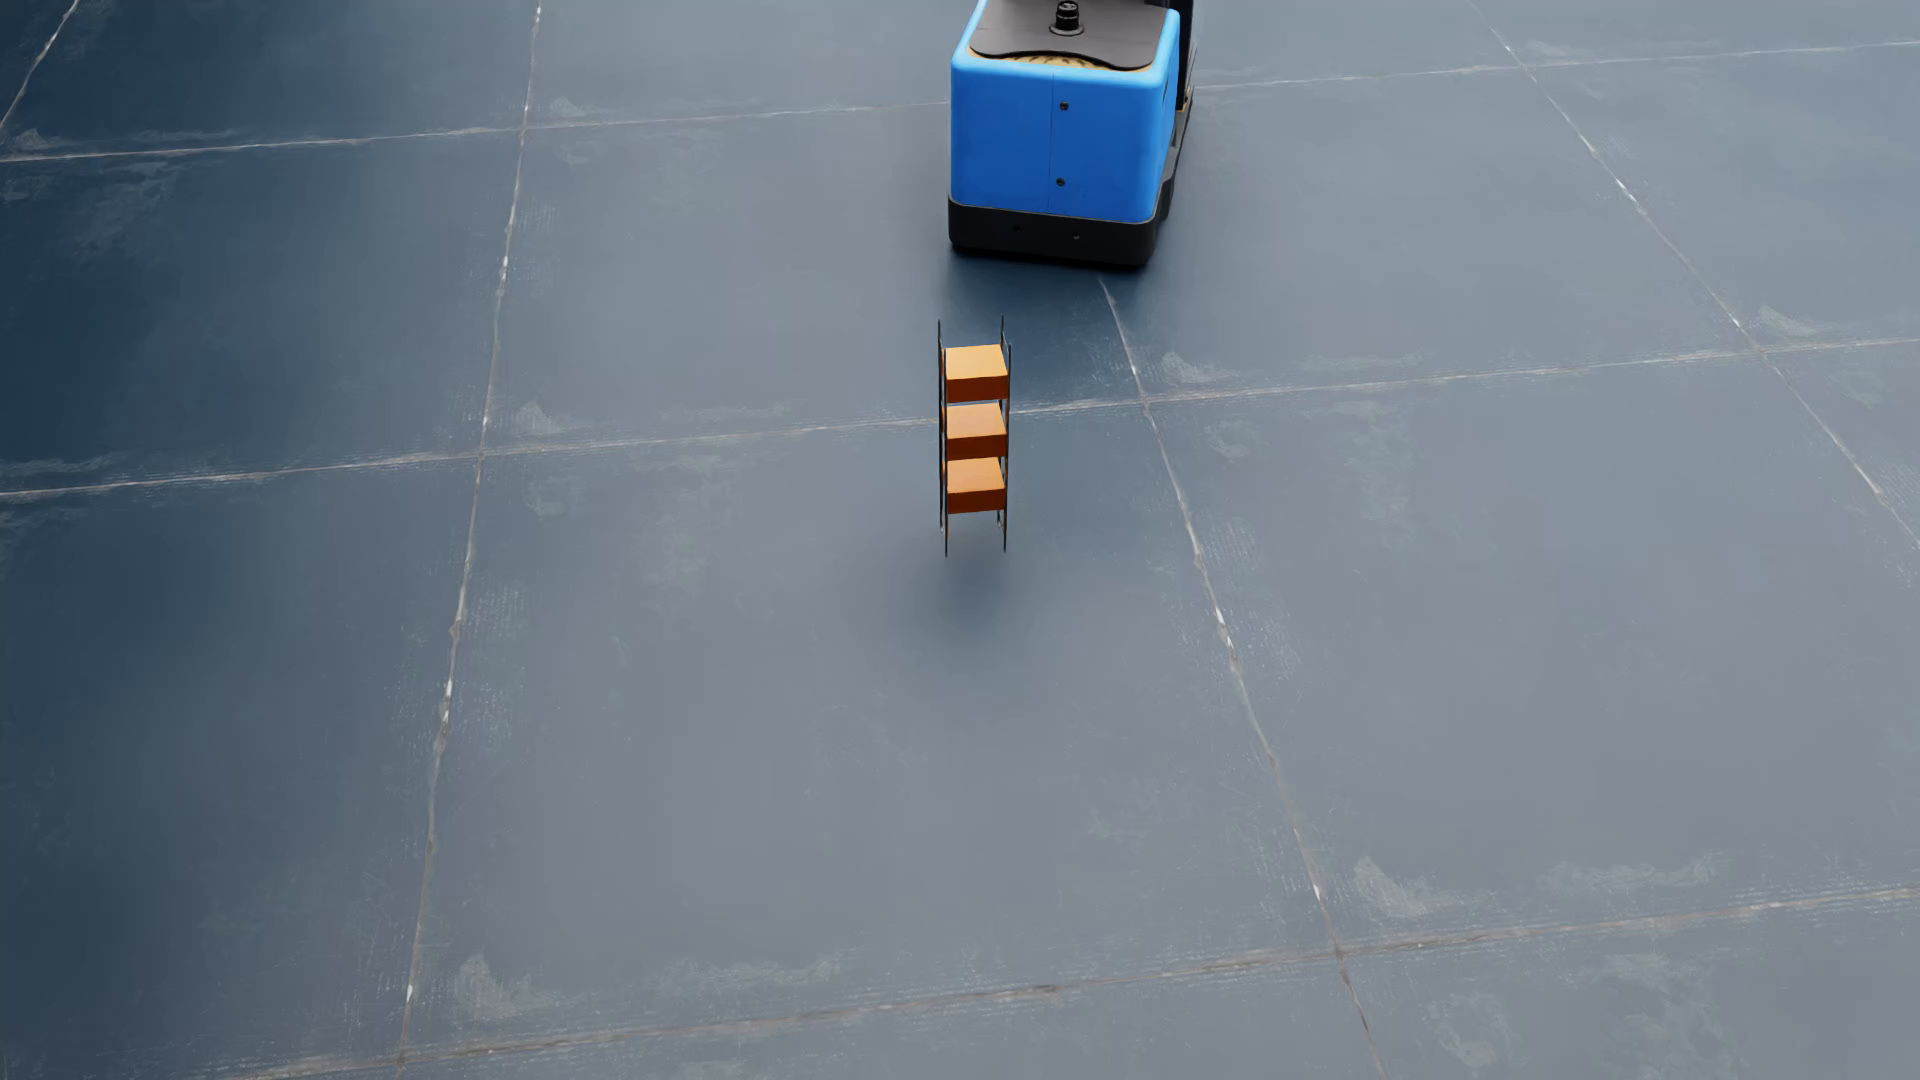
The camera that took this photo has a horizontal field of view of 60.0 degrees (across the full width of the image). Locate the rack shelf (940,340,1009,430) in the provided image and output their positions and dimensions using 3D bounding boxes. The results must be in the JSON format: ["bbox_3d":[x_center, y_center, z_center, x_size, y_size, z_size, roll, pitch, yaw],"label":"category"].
[{"bbox_3d":[0.053,-0.597,6.418,0.240,0.259,0.215,-5,42,-6],"label":"rack shelf"}]

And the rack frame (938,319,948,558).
[{"bbox_3d":[-0.068,-0.384,6.589,0.008,1.050,0.200,-5,42,-6],"label":"rack frame"}]

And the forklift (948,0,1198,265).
[{"bbox_3d":[0.746,-3.468,8.604,1.130,2.935,3.031,8,43,9],"label":"forklift"}]

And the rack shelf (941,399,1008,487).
[{"bbox_3d":[0.053,-0.387,6.608,0.240,0.259,0.215,-5,42,-6],"label":"rack shelf"}]

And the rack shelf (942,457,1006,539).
[{"bbox_3d":[0.053,-0.180,6.794,0.240,0.259,0.215,-5,42,-6],"label":"rack shelf"}]

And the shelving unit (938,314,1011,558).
[{"bbox_3d":[0.053,-0.394,6.601,0.252,1.050,0.215,-5,42,-6],"label":"shelving unit"}]

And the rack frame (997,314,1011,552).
[{"bbox_3d":[0.174,-0.405,6.612,0.008,1.050,0.200,-5,42,-6],"label":"rack frame"}]
